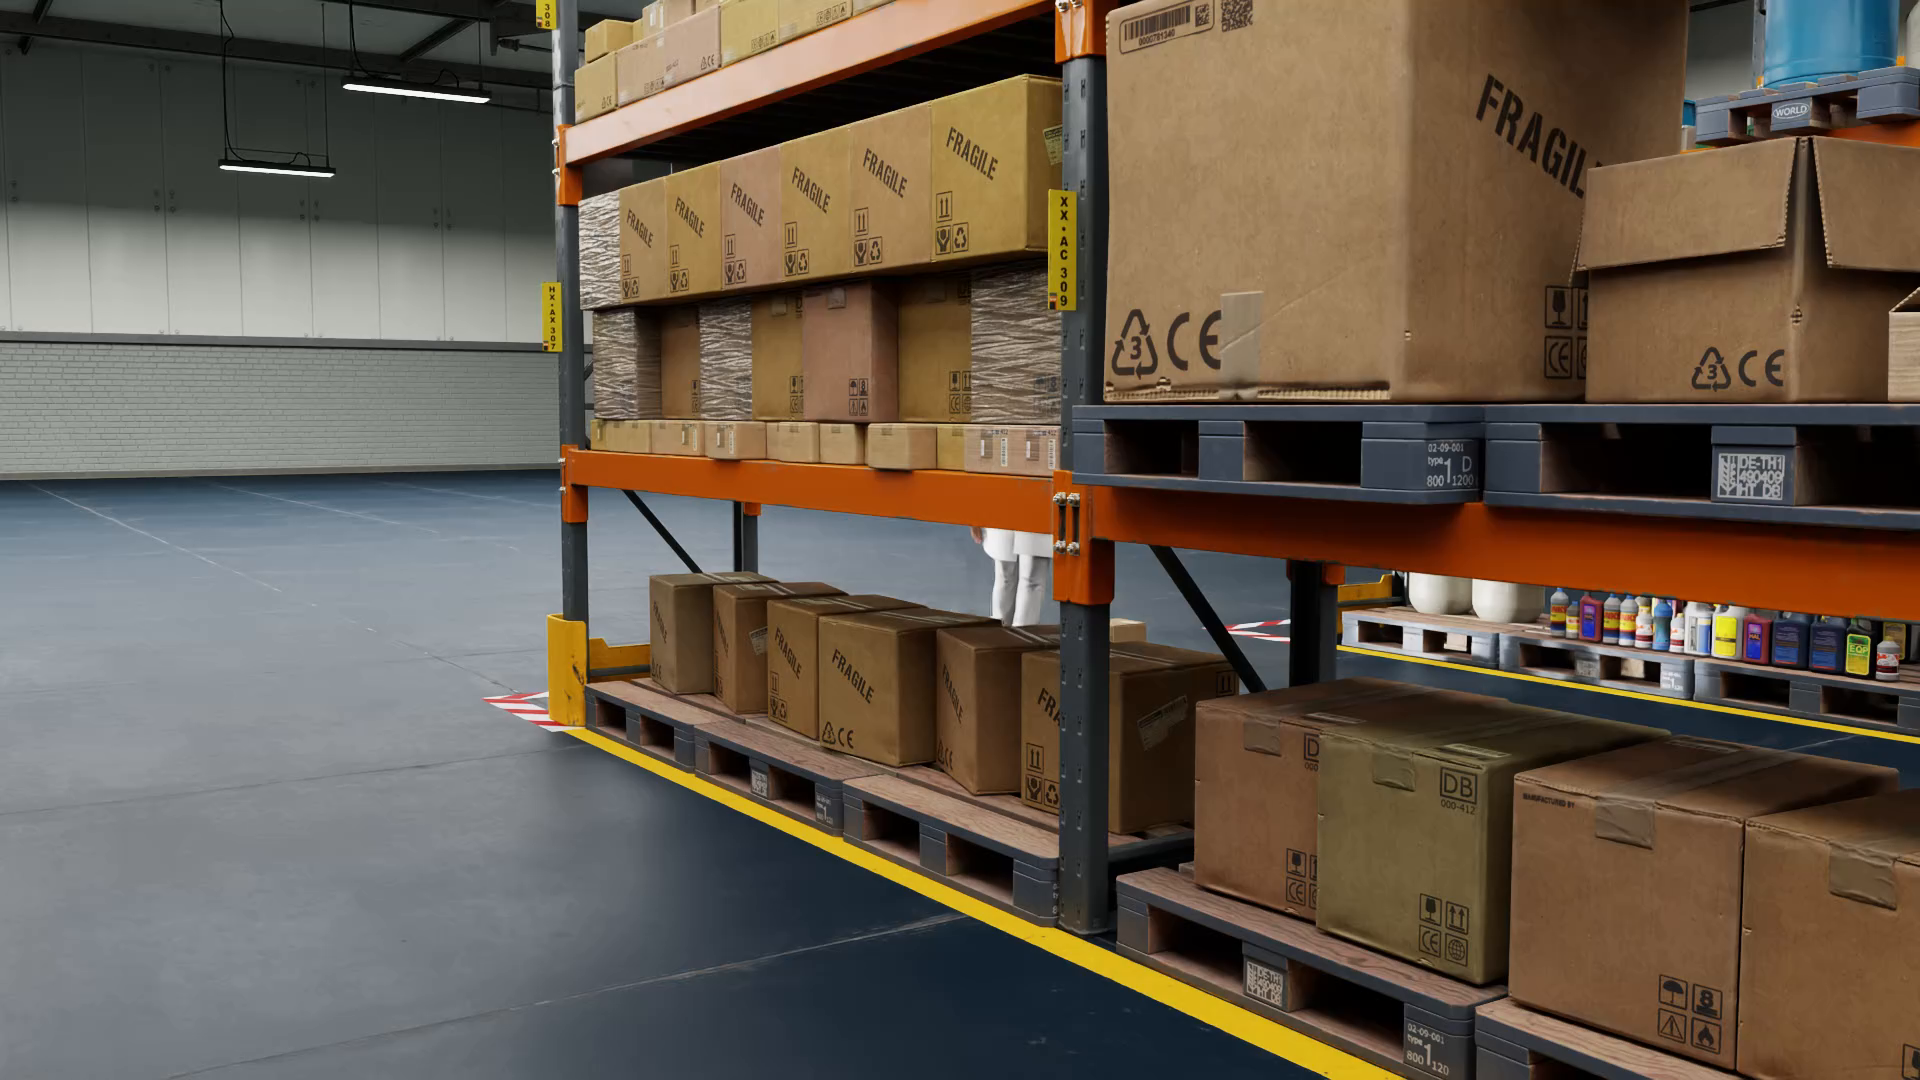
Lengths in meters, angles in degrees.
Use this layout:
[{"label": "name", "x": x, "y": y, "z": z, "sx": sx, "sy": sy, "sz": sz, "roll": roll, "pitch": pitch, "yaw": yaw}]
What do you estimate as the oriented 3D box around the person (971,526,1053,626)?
[{"label": "person", "x": 0.407, "y": -0.144, "z": 9.382, "sx": 0.635, "sy": 1.762, "sz": 0.777, "roll": 2, "pitch": 5, "yaw": 20}]
